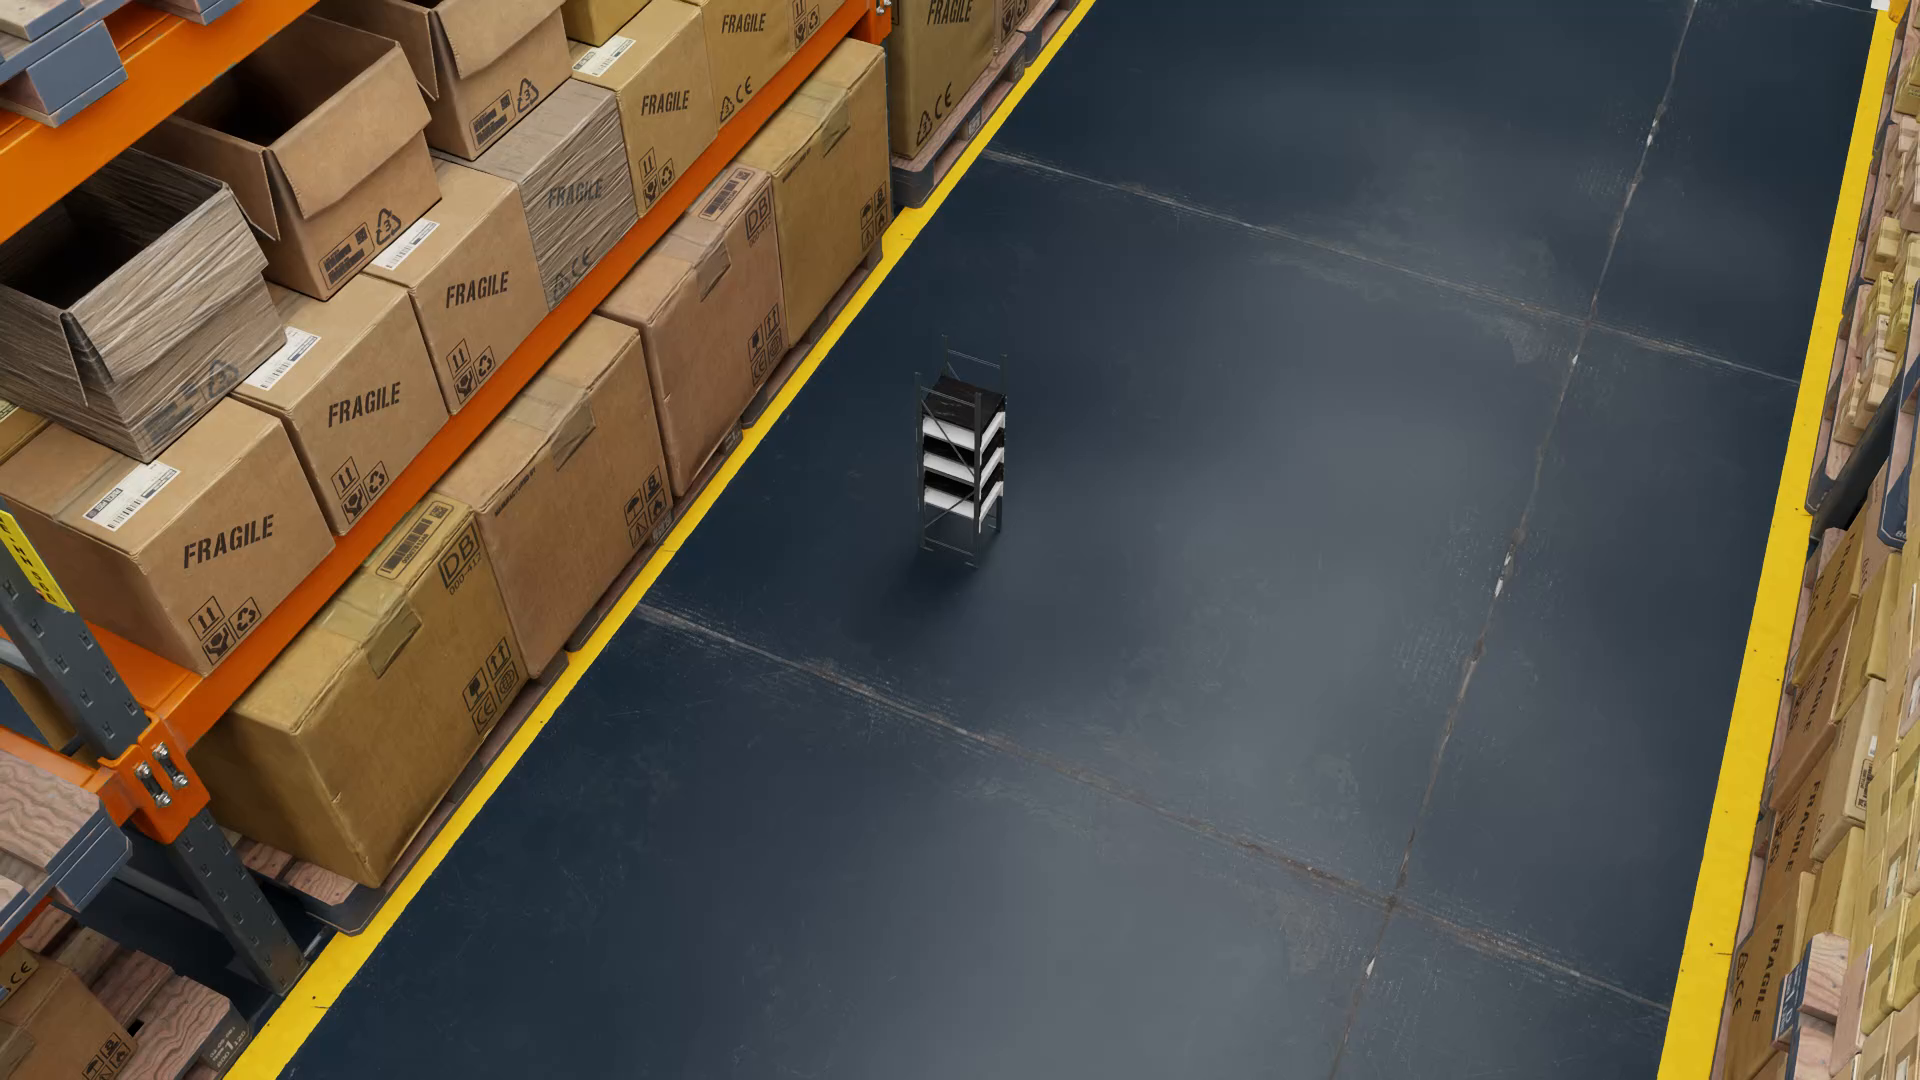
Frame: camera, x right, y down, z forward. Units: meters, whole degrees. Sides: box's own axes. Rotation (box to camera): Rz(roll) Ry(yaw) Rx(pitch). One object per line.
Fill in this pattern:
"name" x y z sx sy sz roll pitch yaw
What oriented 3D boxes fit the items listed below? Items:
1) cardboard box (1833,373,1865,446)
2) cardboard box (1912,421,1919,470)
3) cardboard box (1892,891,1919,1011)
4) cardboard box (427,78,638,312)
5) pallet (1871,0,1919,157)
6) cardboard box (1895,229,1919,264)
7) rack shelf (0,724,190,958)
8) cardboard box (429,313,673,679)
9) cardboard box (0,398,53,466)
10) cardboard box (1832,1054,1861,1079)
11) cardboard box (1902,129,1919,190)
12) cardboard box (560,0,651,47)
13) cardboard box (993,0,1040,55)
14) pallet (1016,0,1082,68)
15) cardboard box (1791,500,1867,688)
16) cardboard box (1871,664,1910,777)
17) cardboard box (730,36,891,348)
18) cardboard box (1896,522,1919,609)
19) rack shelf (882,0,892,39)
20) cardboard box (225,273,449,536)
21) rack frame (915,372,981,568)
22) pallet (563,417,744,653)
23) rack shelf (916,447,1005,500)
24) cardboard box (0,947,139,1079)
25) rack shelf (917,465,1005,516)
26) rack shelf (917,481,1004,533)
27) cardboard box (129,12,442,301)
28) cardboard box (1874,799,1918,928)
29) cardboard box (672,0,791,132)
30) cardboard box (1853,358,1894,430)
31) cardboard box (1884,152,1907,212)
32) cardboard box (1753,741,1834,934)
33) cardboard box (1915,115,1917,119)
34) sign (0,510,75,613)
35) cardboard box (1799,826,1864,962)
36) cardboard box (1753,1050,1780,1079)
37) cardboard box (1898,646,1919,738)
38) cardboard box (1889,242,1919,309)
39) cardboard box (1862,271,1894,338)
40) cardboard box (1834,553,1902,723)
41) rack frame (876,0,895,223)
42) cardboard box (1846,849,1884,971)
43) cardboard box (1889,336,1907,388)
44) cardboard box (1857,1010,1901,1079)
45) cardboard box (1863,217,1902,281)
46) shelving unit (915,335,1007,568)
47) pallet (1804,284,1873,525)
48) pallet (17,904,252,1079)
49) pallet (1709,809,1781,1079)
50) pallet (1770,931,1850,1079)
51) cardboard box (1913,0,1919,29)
"cardboard box" 3.527 -0.446 6.256 0.380 0.149 0.250 20 53 17
"cardboard box" 2.752 -0.250 4.382 0.380 0.149 0.250 20 53 16
"cardboard box" 1.975 0.815 3.086 0.380 0.149 0.250 21 53 17
"cardboard box" -1.379 -1.114 5.163 0.500 0.500 0.500 20 52 16
"pallet" 4.965 -2.103 7.901 1.003 0.211 1.213 20 52 16
"cardboard box" 4.005 -1.185 6.690 0.380 0.149 0.250 21 53 17
"rack shelf" -3.337 1.829 3.197 1.077 0.370 4.000 20 52 16
"cardboard box" -1.781 -0.309 5.663 1.225 0.875 0.875 20 52 16
"cardboard box" -2.496 -0.235 4.414 0.500 0.500 0.500 21 53 17
"cardboard box" 1.862 1.187 3.159 0.380 0.149 0.250 20 52 16
"cardboard box" 4.075 -1.510 6.770 0.380 0.149 0.250 18 52 15
"cardboard box" -1.343 -1.982 5.243 0.797 0.503 0.637 20 53 16
"cardboard box" -0.035 -3.032 7.980 0.875 0.875 0.875 20 52 16
"pallet" 0.142 -2.974 8.642 1.003 0.211 1.213 20 52 16
"cardboard box" 3.112 0.244 5.439 0.500 0.500 0.500 22 53 17
"cardboard box" 2.307 0.476 3.765 0.380 0.149 0.250 21 53 17
"cardboard box" -1.029 -1.537 6.707 1.225 0.875 0.875 20 52 16
"cardboard box" 2.531 0.115 4.072 0.380 0.149 0.250 19 52 15
"rack shelf" 0.081 -3.680 7.884 1.077 0.370 4.000 20 52 16
"cardboard box" -1.811 -0.416 4.569 0.500 0.500 0.500 19 52 15
"rack frame" -0.040 -0.227 5.852 0.240 0.900 0.006 20 52 16
"pallet" -1.555 -0.234 6.310 1.003 0.211 1.213 20 52 16
"rack shelf" 0.003 -0.276 5.937 0.258 0.077 0.200 20 52 16
"cardboard box" -2.751 1.354 4.481 0.700 0.500 0.500 17 52 14
"rack shelf" 0.003 -0.217 6.006 0.258 0.077 0.200 20 52 16
"rack shelf" 0.003 -0.159 6.075 0.258 0.077 0.200 20 52 16
"cardboard box" -1.875 -1.085 4.480 0.797 0.503 0.637 21 53 17
"cardboard box" 2.088 0.724 3.359 0.380 0.149 0.250 20 52 16
"cardboard box" -0.944 -1.819 5.763 0.500 0.500 0.500 21 53 17
"cardboard box" 3.515 -0.482 6.091 0.380 0.149 0.250 21 53 17
"cardboard box" 4.215 -1.493 7.147 0.380 0.149 0.250 20 52 16
"cardboard box" 2.676 0.974 4.817 0.500 0.500 0.500 21 53 17
"cardboard box" 4.495 -1.836 7.439 0.380 0.149 0.250 20 52 16
"sign" -1.988 0.039 3.539 0.100 0.325 0.005 20 52 16
"cardboard box" 2.451 1.080 4.235 0.500 0.250 0.500 21 53 17
"cardboard box" 2.229 1.681 4.216 0.500 0.500 0.500 22 53 18
"cardboard box" 2.307 0.373 3.657 0.380 0.149 0.250 21 53 17
"cardboard box" 3.758 -0.950 6.294 0.380 0.149 0.250 19 52 16
"cardboard box" 3.718 -0.862 6.415 0.380 0.149 0.250 18 52 15
"cardboard box" 2.888 0.369 4.840 0.500 0.250 0.500 21 53 17
"rack frame" -0.774 -2.536 6.439 1.000 3.000 0.127 20 52 16
"cardboard box" 2.081 0.840 3.455 0.380 0.149 0.250 19 52 16
"cardboard box" 3.584 -0.588 5.986 0.380 0.149 0.250 21 53 17
"cardboard box" 1.871 1.078 3.057 0.380 0.149 0.250 22 53 17
"cardboard box" 3.969 -1.159 6.862 0.380 0.149 0.250 20 52 16
"shelving unit" 0.003 -0.297 5.912 0.258 0.900 0.210 20 52 16
"pallet" 3.923 -0.423 6.471 1.003 0.211 1.213 20 52 16
"pallet" -2.818 1.659 4.699 1.003 0.211 1.213 20 52 16
"pallet" 2.817 1.431 4.894 1.003 0.211 1.213 20 52 16
"pallet" 2.167 1.438 3.182 1.213 0.211 1.003 20 52 16
"cardboard box" 4.863 -2.563 8.057 0.380 0.149 0.250 21 53 17
